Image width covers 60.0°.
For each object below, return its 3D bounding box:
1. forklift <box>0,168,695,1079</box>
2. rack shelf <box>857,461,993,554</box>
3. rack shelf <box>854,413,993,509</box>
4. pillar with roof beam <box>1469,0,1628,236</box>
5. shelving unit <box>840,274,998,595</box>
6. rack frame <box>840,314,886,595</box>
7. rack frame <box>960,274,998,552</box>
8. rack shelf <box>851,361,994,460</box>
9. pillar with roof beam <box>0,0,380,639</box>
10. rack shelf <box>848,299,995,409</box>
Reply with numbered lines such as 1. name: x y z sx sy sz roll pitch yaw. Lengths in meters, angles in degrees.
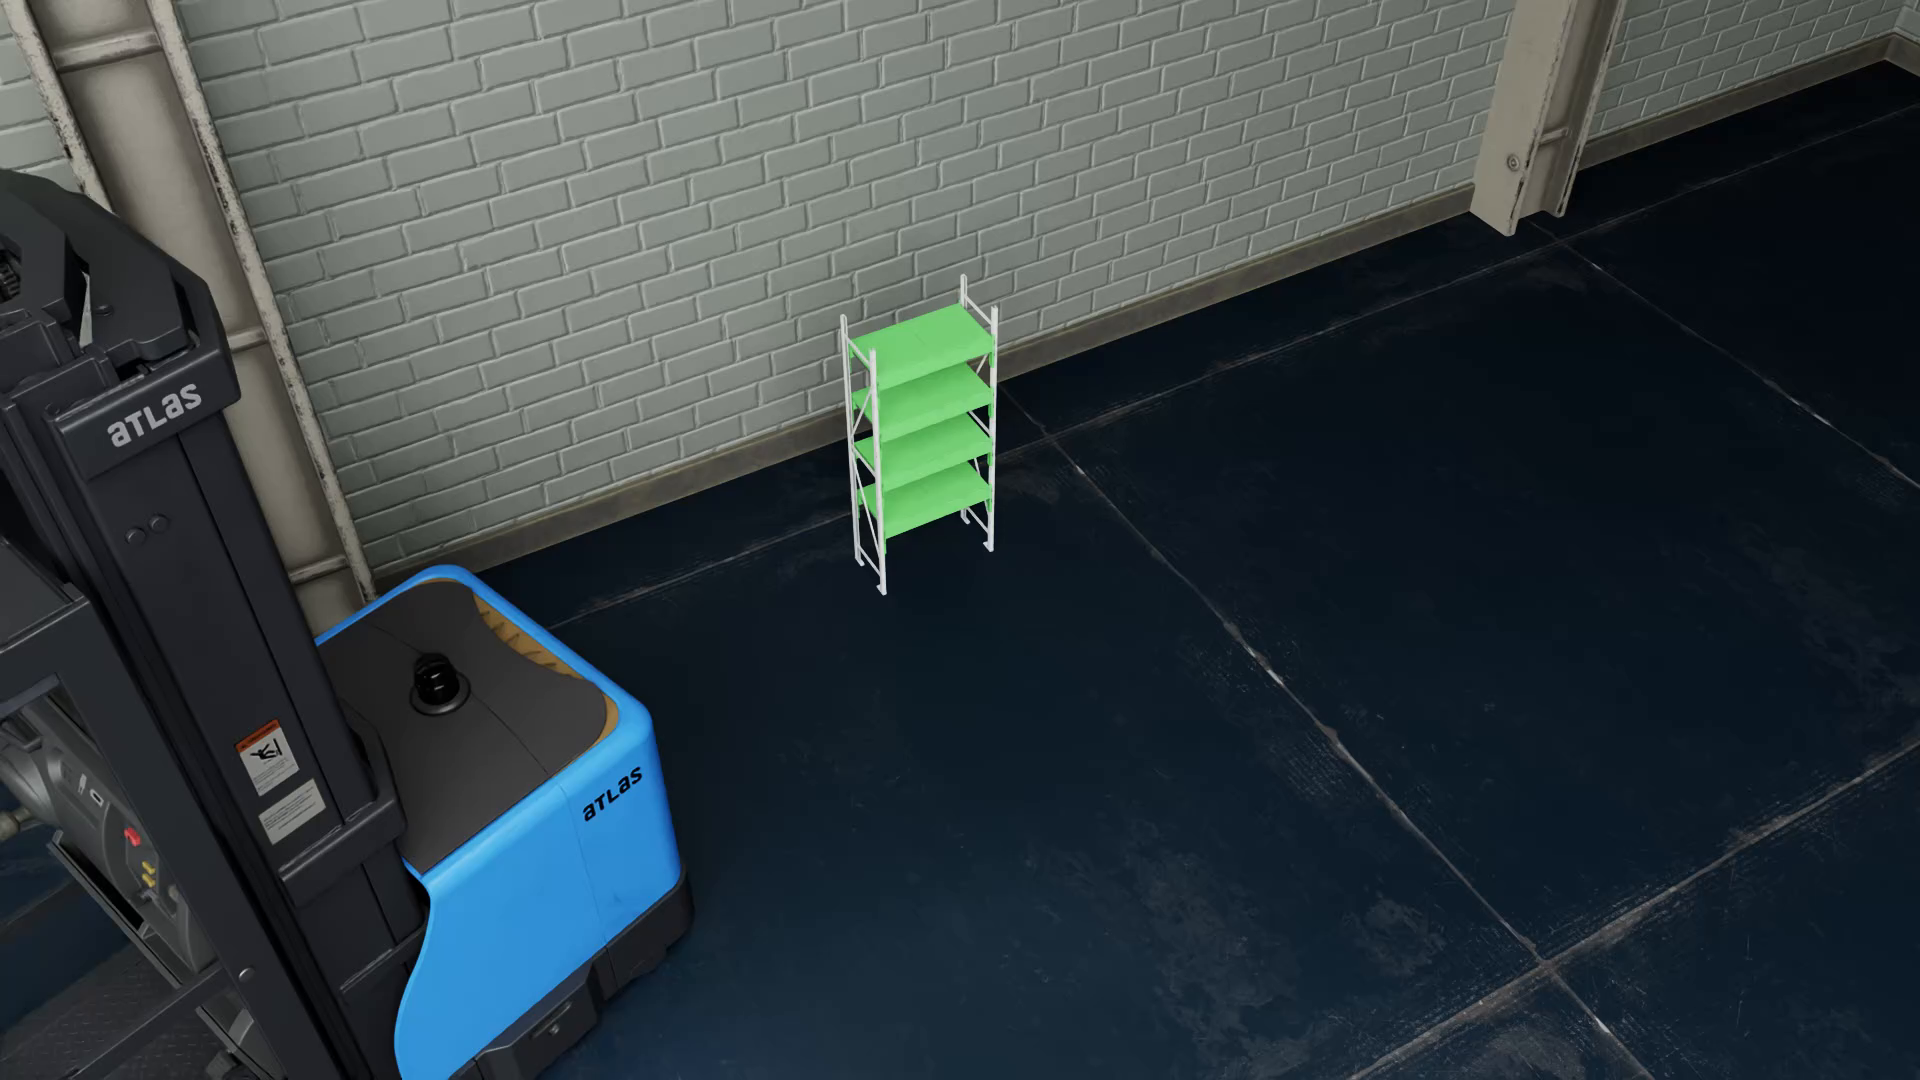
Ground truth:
1. forklift: -2.210 0.760 3.862 1.130 2.935 3.031 31 52 28
2. rack shelf: -0.144 -0.155 6.485 0.480 0.148 0.258 -22 48 -21
3. rack shelf: -0.144 -0.327 6.317 0.480 0.148 0.258 -22 48 -21
4. pillar with roof beam: 4.973 -2.307 2.666 0.400 9.000 9.100 -22 48 -21
5. shelving unit: -0.144 -0.373 6.273 0.503 1.200 0.258 -22 48 -21
6. rack frame: -0.355 -0.288 6.186 0.015 1.200 0.240 -22 48 -21
7. rack frame: 0.068 -0.458 6.360 0.015 1.200 0.240 -22 48 -21
8. rack shelf: -0.144 -0.499 6.150 0.480 0.148 0.258 -22 48 -21
9. pillar with roof beam: -0.229 -0.225 0.521 0.400 9.000 9.100 -22 48 -21
10. rack shelf: -0.144 -0.672 5.983 0.480 0.148 0.258 -22 48 -21
